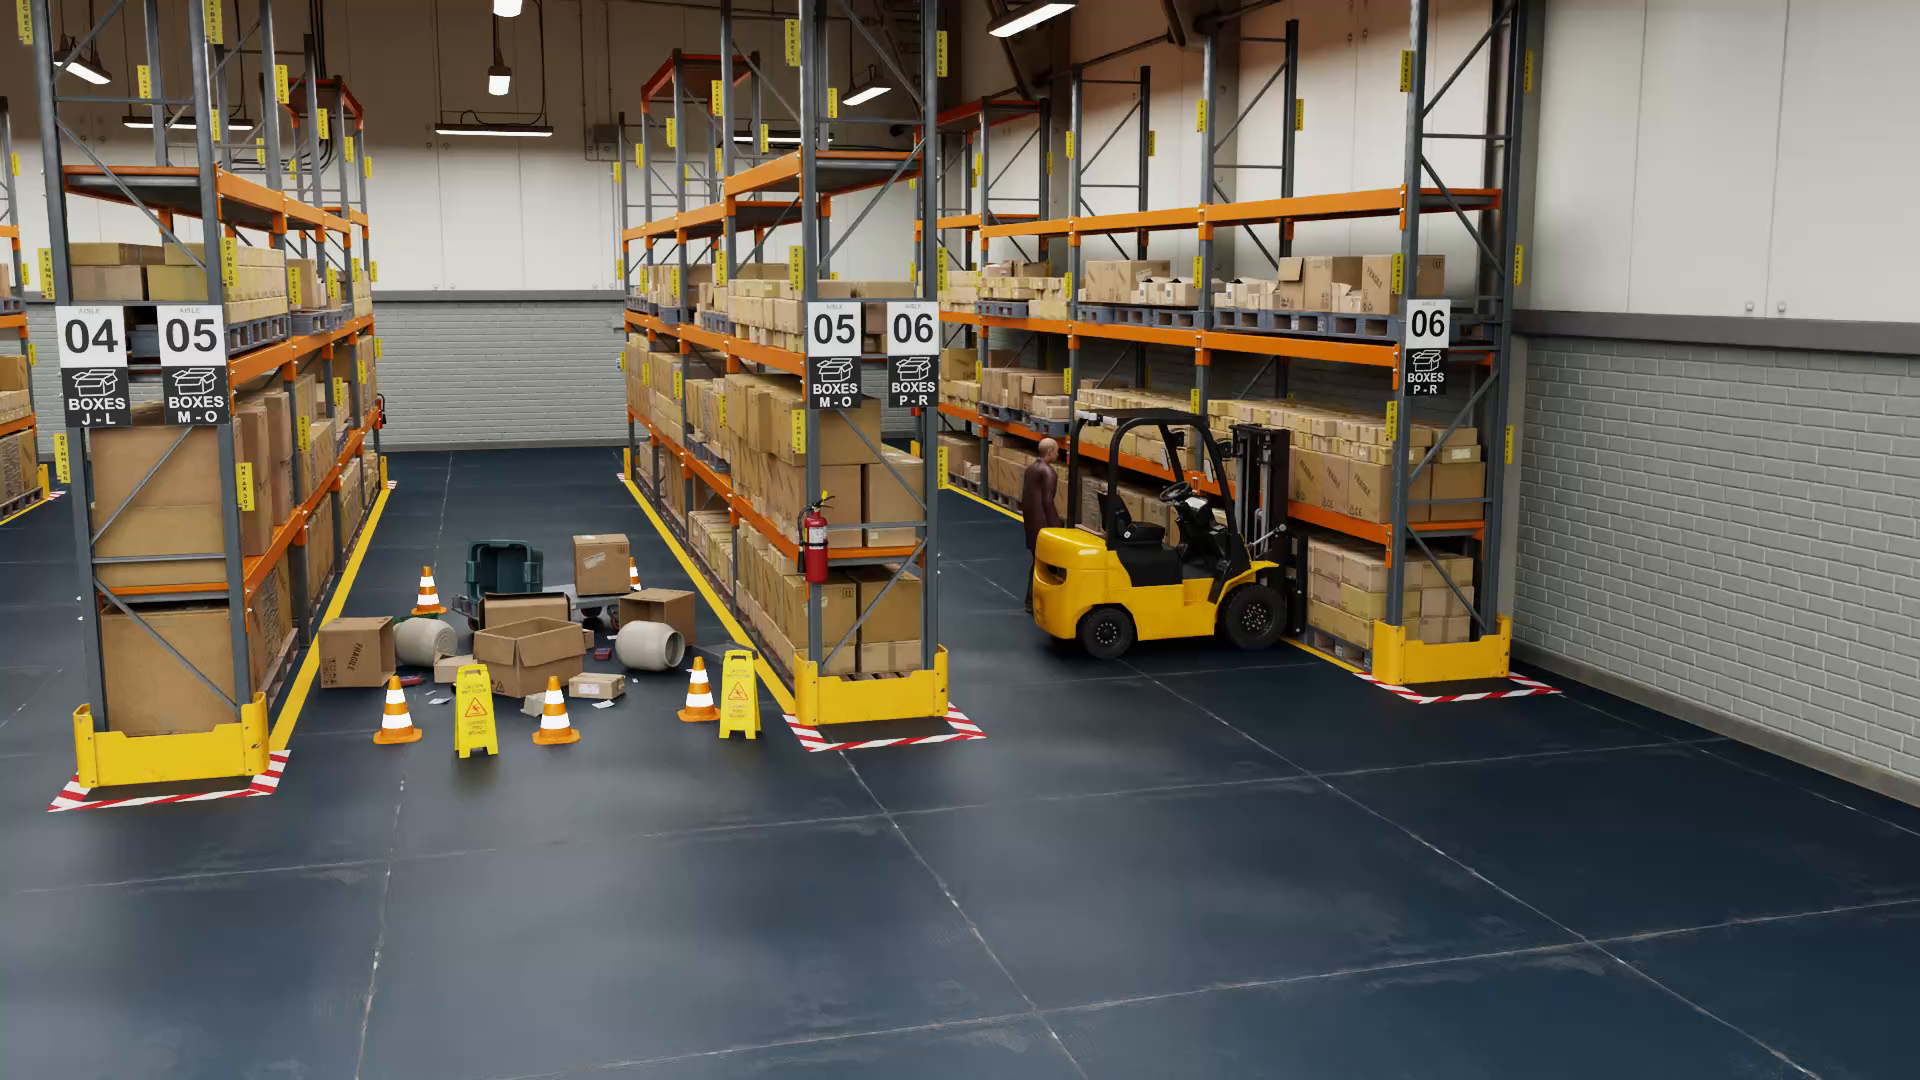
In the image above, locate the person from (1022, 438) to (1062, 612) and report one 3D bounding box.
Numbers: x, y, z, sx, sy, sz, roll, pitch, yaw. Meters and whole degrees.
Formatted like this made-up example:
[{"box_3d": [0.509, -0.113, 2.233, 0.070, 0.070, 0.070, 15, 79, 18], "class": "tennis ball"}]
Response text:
[{"box_3d": [0.845, -0.140, 16.790, 0.417, 1.774, 0.656, -3, 10, -18], "class": "person"}]
